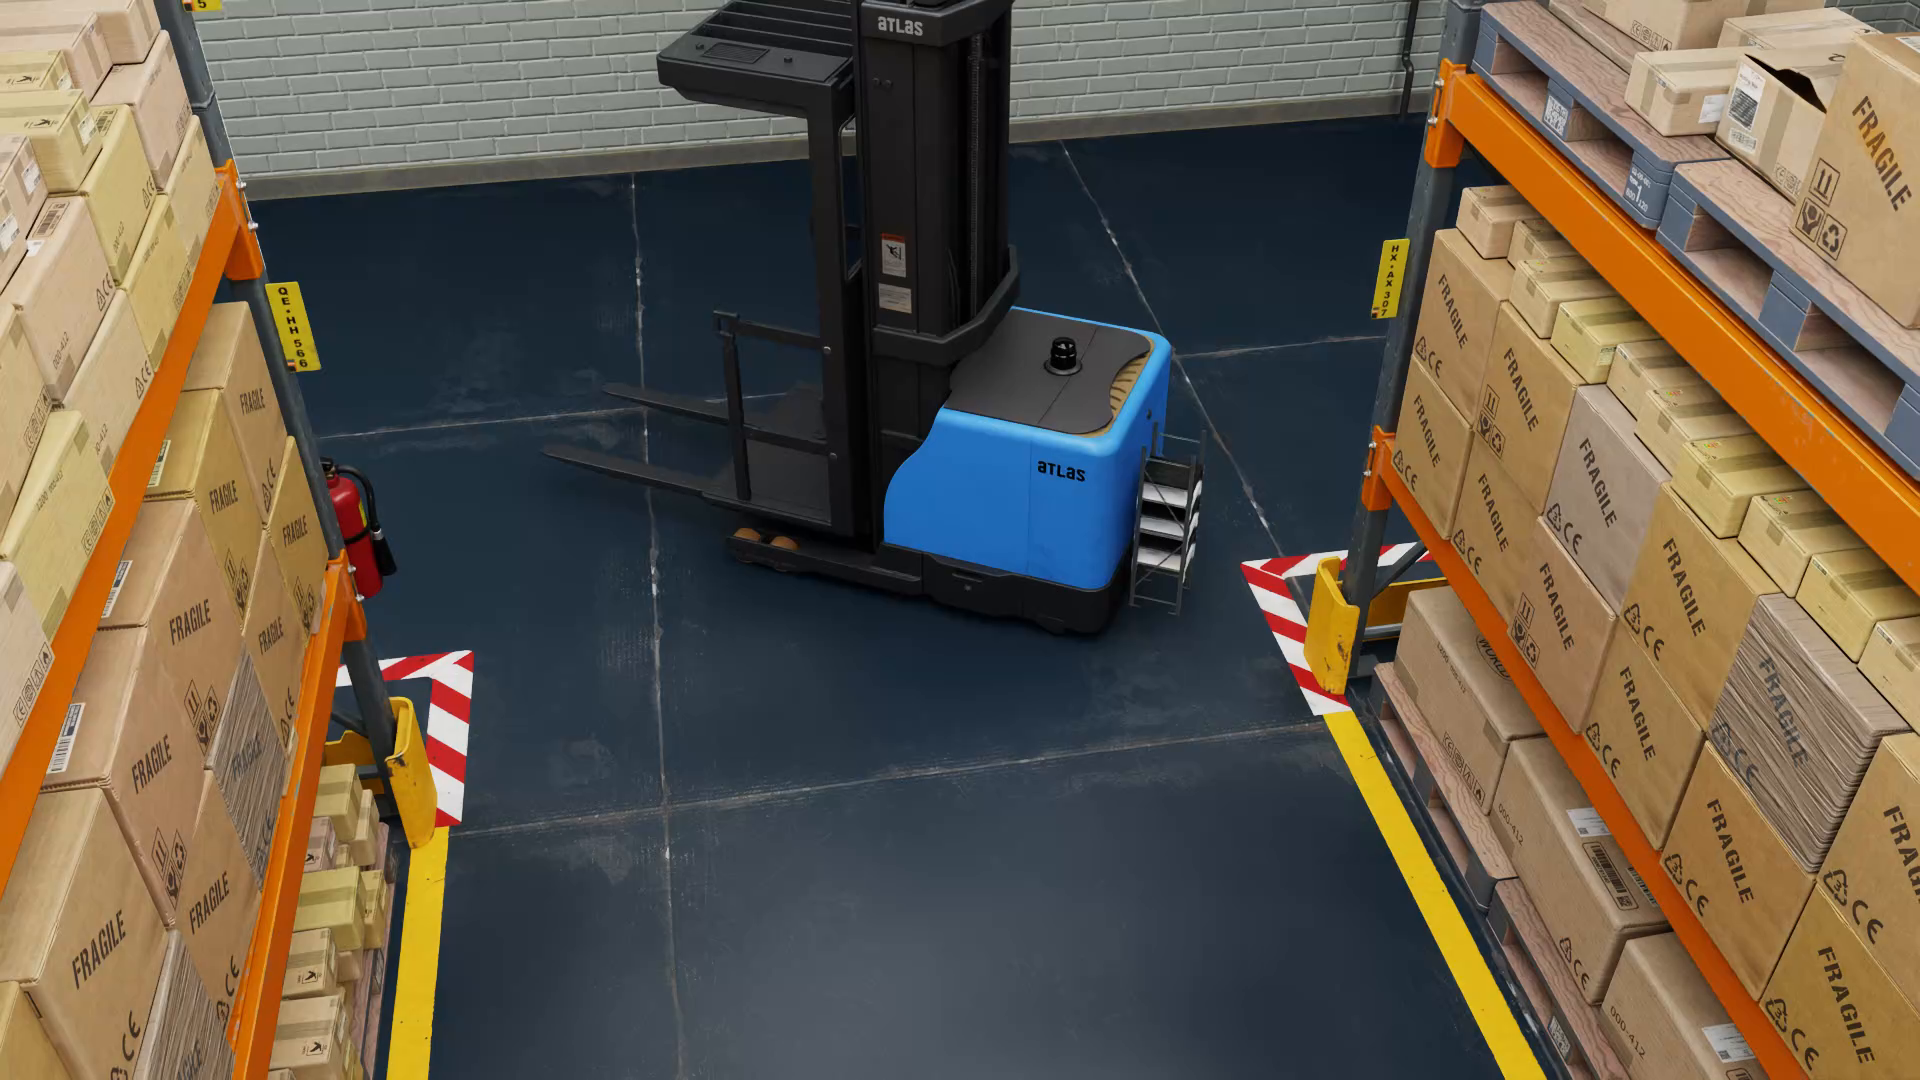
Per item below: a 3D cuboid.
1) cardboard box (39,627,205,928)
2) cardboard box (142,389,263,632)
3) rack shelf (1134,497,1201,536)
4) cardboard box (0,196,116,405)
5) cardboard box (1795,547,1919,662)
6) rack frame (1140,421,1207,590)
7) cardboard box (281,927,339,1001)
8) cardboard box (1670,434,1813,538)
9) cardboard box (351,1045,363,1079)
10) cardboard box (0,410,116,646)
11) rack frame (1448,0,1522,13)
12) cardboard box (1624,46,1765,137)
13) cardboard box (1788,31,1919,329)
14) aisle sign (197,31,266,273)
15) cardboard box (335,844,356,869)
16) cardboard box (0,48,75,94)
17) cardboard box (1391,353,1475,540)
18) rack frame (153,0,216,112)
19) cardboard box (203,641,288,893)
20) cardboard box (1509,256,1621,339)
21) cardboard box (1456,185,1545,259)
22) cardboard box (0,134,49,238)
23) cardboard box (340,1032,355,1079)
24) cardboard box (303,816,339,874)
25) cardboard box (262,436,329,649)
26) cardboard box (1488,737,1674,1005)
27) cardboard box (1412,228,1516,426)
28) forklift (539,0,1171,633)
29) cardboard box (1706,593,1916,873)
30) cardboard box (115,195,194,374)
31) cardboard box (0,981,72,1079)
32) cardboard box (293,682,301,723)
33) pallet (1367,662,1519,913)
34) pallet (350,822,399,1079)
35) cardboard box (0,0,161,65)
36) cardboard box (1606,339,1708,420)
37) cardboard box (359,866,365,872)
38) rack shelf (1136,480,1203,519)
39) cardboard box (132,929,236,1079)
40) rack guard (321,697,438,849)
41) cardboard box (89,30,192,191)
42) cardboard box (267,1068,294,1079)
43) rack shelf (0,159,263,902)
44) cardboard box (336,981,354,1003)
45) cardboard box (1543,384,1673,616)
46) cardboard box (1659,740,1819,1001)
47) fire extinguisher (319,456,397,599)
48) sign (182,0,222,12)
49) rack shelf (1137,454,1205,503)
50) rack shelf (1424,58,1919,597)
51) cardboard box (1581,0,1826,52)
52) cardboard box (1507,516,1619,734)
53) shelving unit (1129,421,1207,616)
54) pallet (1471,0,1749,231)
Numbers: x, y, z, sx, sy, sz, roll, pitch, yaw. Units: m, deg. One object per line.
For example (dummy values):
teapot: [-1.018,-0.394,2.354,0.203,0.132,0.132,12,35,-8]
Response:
cardboard box: [-2.100,0.578,3.822,0.500,0.500,0.500,-7,38,-10]
cardboard box: [-2.295,-0.054,4.636,0.500,0.500,0.500,-7,38,-9]
rack shelf: [0.936,-0.132,7.494,0.258,0.077,0.200,12,39,15]
cardboard box: [-2.200,-0.512,3.633,0.500,0.250,0.500,-6,38,-7]
cardboard box: [2.318,0.143,4.095,0.380,0.149,0.250,-7,38,-9]
rack frame: [0.970,-0.146,7.605,0.240,0.900,0.006,12,39,15]
cardboard box: [-2.226,1.423,5.369,0.380,0.149,0.250,-8,39,-10]
cardboard box: [2.166,-0.157,4.481,0.380,0.149,0.250,-7,38,-9]
cardboard box: [-2.143,1.806,5.362,0.380,0.149,0.250,-8,39,-10]
cardboard box: [-2.086,-0.010,3.395,0.500,0.250,0.500,-5,38,-6]
rack frame: [2.146,-3.021,4.703,1.000,3.000,0.127,-6,38,-8]
cardboard box: [2.111,-1.260,4.663,0.380,0.149,0.250,-5,38,-6]
cardboard box: [2.352,-0.847,3.845,0.500,0.500,0.500,-6,38,-7]
aisle sign: [-2.427,-1.161,5.081,0.394,0.787,0.004,-6,38,-8]
cardboard box: [-2.343,1.236,5.853,0.380,0.149,0.250,-7,38,-9]
cardboard box: [-2.369,-1.055,4.007,0.380,0.149,0.250,-7,38,-9]
cardboard box: [1.948,-0.370,6.100,0.500,0.500,0.500,-7,38,-8]
rack frame: [-2.709,-2.427,3.939,1.000,3.000,0.127,-6,38,-8]
cardboard box: [-2.194,0.645,4.550,0.500,0.500,0.500,-6,38,-8]
cardboard box: [1.985,-0.778,5.281,0.380,0.149,0.250,-5,38,-7]
cardboard box: [1.936,-1.098,5.693,0.380,0.149,0.250,-5,38,-7]
cardboard box: [-2.231,-0.747,3.612,0.380,0.149,0.250,-7,38,-9]
cardboard box: [-2.140,1.698,5.259,0.380,0.149,0.250,-6,38,-7]
cardboard box: [-2.380,1.117,5.763,0.380,0.149,0.250,-6,38,-7]
cardboard box: [-2.377,0.029,5.344,0.500,0.500,0.500,-5,38,-7]
cardboard box: [2.529,1.134,5.991,0.875,0.438,0.875,-5,38,-7]
cardboard box: [1.950,-0.765,5.794,0.500,0.500,0.500,-7,38,-9]
forklift: [-0.590,-1.295,7.427,3.031,2.935,1.130,13,40,16]
cardboard box: [2.313,0.461,4.215,0.500,0.500,0.500,-6,38,-7]
cardboard box: [-2.273,-0.630,4.193,0.500,0.250,0.500,-6,38,-8]
cardboard box: [-1.953,1.196,3.027,0.500,0.500,0.500,-7,38,-9]
cardboard box: [-2.309,0.512,5.251,0.380,0.149,0.250,-7,38,-8]
pallet: [2.363,0.924,6.788,1.003,0.211,1.213,-6,38,-8]
pallet: [-2.589,1.583,5.940,1.003,0.211,1.213,-6,38,-8]
cardboard box: [-2.362,-1.369,4.412,0.380,0.149,0.250,-7,38,-8]
cardboard box: [2.147,-0.468,4.882,0.380,0.149,0.250,-6,38,-8]
cardboard box: [-2.412,1.197,6.145,0.380,0.149,0.250,-6,38,-7]
rack shelf: [0.936,-0.203,7.439,0.258,0.077,0.200,12,39,15]
cardboard box: [-1.994,1.268,3.748,0.500,0.500,0.500,-7,38,-9]
rack guard: [-2.696,0.975,6.488,1.175,0.500,0.348,-6,38,-8]
cardboard box: [-2.378,-1.130,4.429,0.500,0.250,0.500,-7,38,-9]
cardboard box: [-2.187,1.751,4.948,0.380,0.149,0.250,-7,38,-9]
rack shelf: [-2.359,0.249,3.525,1.077,0.370,4.000,-6,38,-8]
cardboard box: [-2.306,1.511,5.742,0.380,0.149,0.250,-6,38,-8]
cardboard box: [2.145,-0.144,4.994,0.500,0.500,0.500,-7,38,-8]
cardboard box: [2.316,0.860,4.516,0.500,0.500,0.500,-7,38,-9]
fire extinguisher: [-2.299,-0.082,6.178,0.296,0.674,0.183,-6,38,-8]
sign: [-2.160,-1.640,4.649,0.100,0.325,0.005,-6,38,-8]
rack shelf: [0.936,-0.275,7.384,0.258,0.077,0.200,12,39,15]
rack shelf: [2.497,-0.344,4.289,1.077,0.370,4.000,-6,38,-8]
cardboard box: [2.314,-1.720,5.173,0.500,0.250,0.500,-10,39,-12]
cardboard box: [2.135,0.241,5.313,0.500,0.500,0.500,-6,38,-8]
shelving unit: [0.936,-0.088,7.529,0.258,0.900,0.210,12,39,15]
pallet: [2.287,-1.354,5.075,1.003,0.211,1.213,-6,38,-8]
